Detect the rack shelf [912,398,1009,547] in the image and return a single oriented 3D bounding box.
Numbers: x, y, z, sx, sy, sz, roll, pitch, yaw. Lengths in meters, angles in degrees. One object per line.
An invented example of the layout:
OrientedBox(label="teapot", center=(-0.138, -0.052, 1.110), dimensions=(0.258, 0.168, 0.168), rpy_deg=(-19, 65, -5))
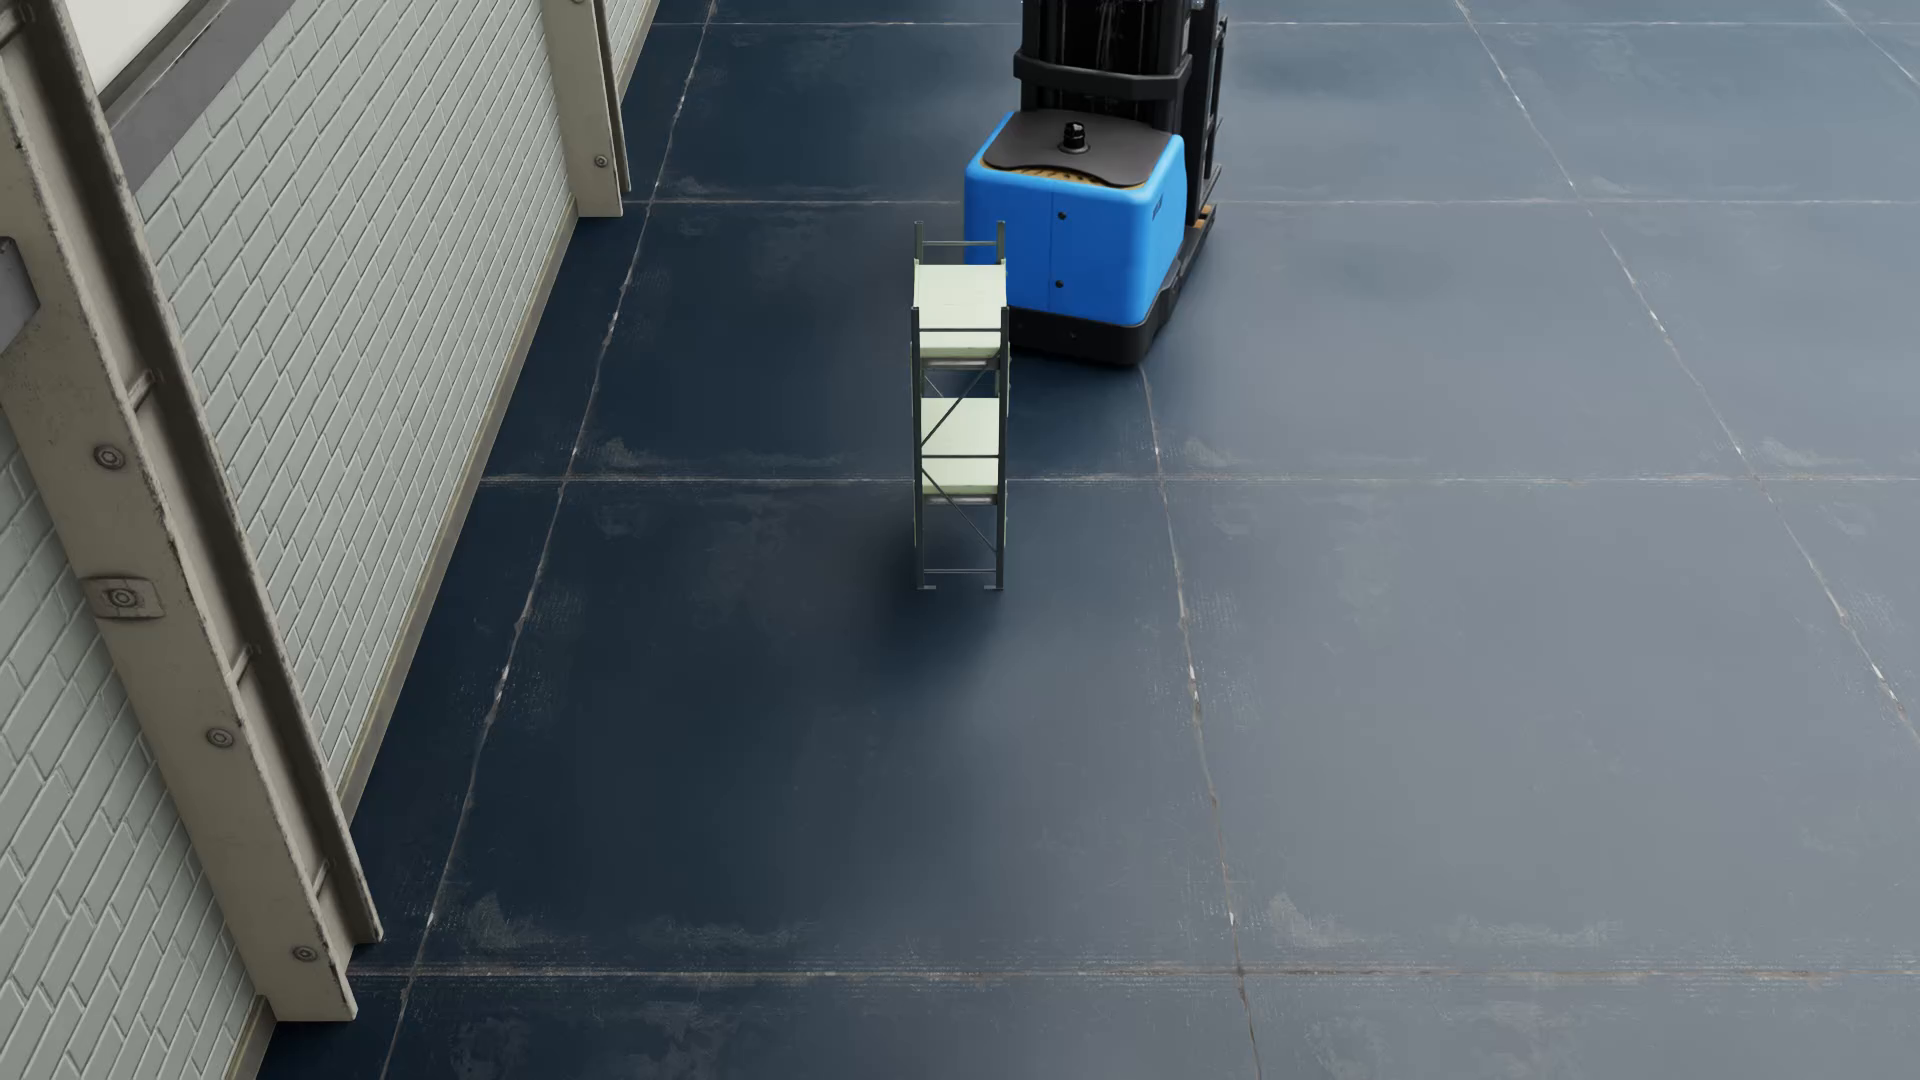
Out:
OrientedBox(label="rack shelf", center=(0.000, -0.335, 7.736), dimensions=(0.431, 0.370, 0.720), rpy_deg=(0, 39, 0))

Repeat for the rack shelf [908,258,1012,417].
OrientedBox(label="rack shelf", center=(0.000, -0.894, 7.288), dimensions=(0.431, 0.370, 0.720), rpy_deg=(0, 39, 0))

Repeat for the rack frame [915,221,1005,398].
OrientedBox(label="rack frame", center=(0.000, -0.818, 7.817), dimensions=(0.400, 1.500, 0.023), rpy_deg=(0, 39, 0))

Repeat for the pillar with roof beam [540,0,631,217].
OrientedBox(label="pillar with roof beam", center=(2.002, -5.692, 7.902), dimensions=(9.100, 9.000, 0.400), rpy_deg=(0, 39, 0))

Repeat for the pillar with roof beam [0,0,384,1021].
OrientedBox(label="pillar with roof beam", center=(2.009, -1.940, 3.220), dimensions=(9.100, 9.000, 0.400), rpy_deg=(0, 39, 0))

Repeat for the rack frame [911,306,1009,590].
OrientedBox(label="rack frame", center=(0.000, -0.361, 7.246), dimensions=(0.400, 1.500, 0.023), rpy_deg=(0, 39, 0))

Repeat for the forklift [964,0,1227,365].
OrientedBox(label="forklift", center=(0.963, -3.028, 9.431), dimensions=(1.130, 2.935, 3.031), rpy_deg=(12, 40, 15))

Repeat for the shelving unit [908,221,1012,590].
OrientedBox(label="shelving unit", center=(0.000, -0.589, 7.532), dimensions=(0.431, 1.500, 0.755), rpy_deg=(0, 39, 0))
